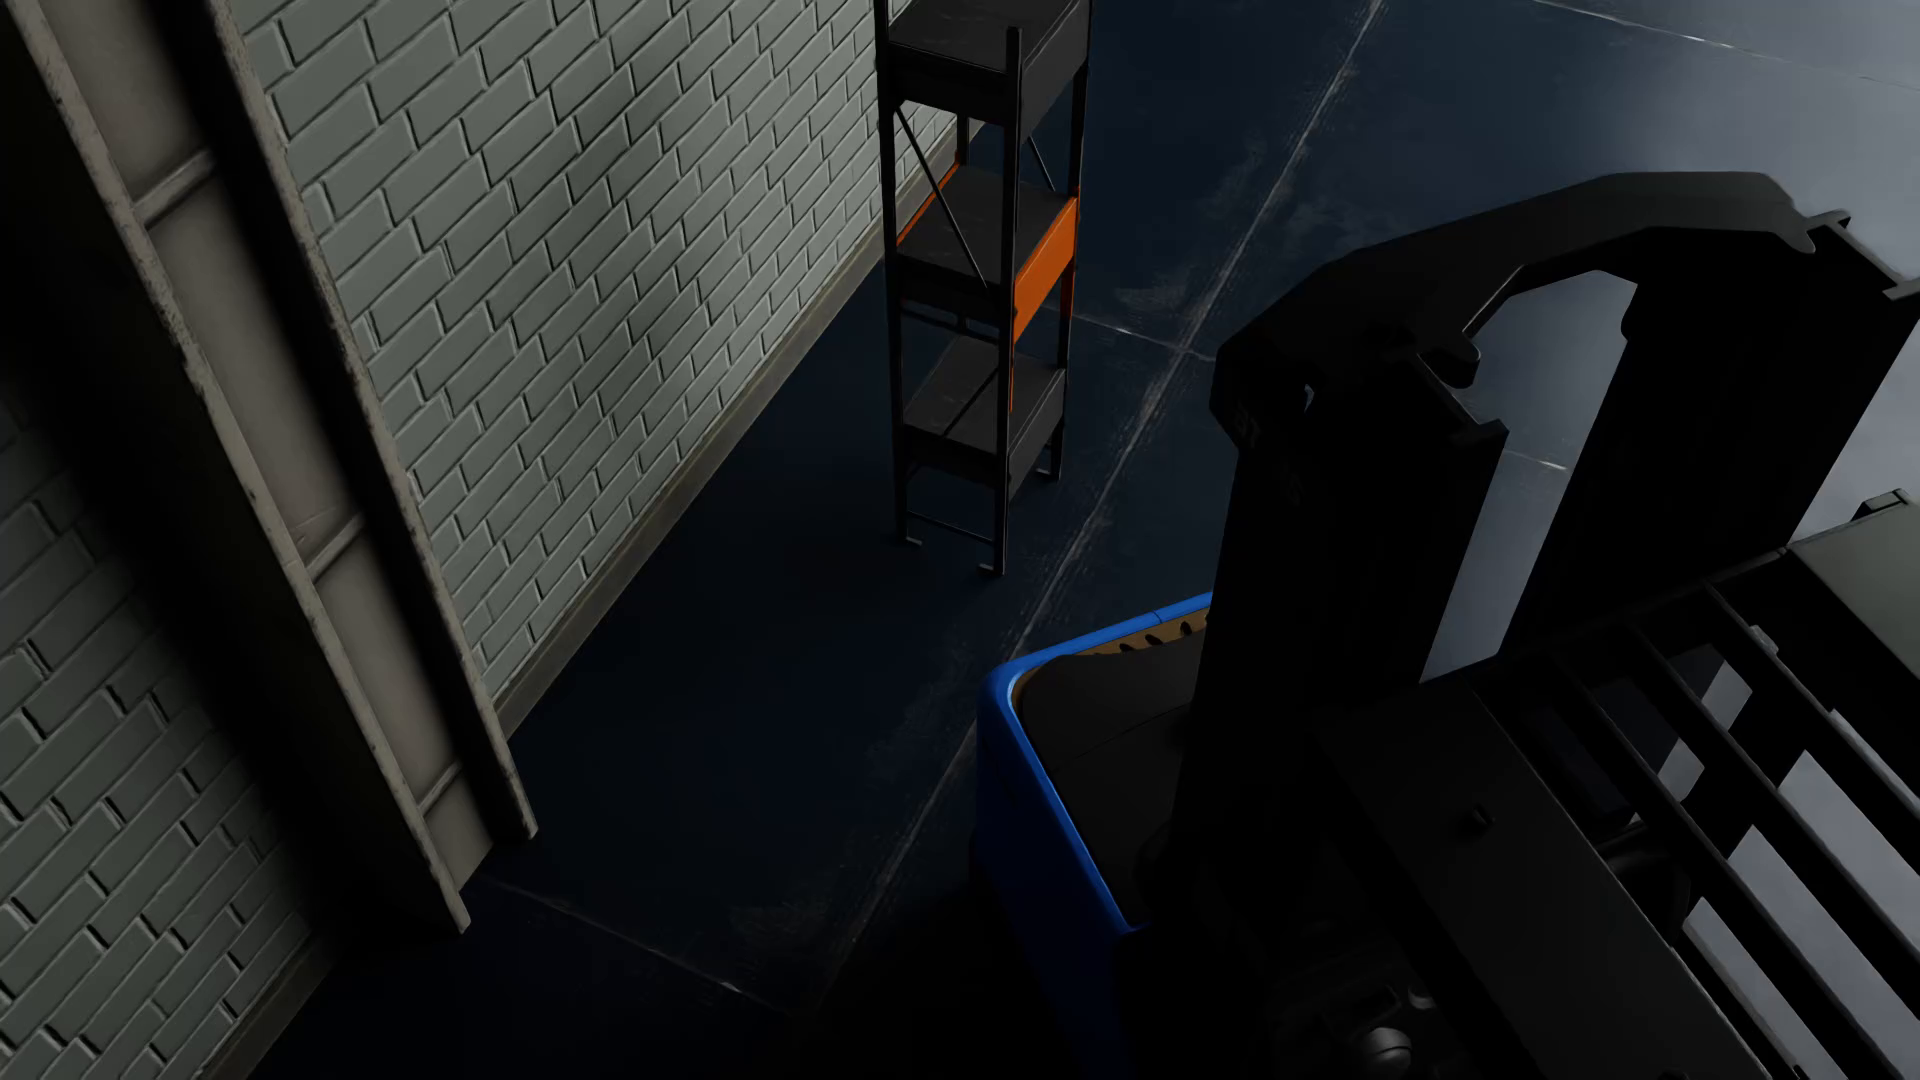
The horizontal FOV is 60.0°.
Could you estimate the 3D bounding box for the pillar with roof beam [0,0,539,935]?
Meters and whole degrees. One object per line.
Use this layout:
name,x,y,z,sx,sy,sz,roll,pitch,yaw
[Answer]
pillar with roof beam,2.402,-0.563,0.321,9.100,9.000,0.400,20,52,16

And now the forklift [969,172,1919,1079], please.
forklift,1.069,0.961,3.008,1.130,2.935,3.031,-18,52,-15

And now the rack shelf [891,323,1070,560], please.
rack shelf,0.071,-0.332,5.591,0.431,0.518,0.480,20,52,16

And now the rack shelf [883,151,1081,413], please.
rack shelf,0.071,-0.786,5.058,0.431,0.518,0.480,20,52,16

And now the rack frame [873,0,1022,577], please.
rack frame,-0.034,-0.626,4.904,0.400,2.100,0.015,20,52,16

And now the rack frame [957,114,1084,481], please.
rack frame,0.175,-0.962,5.190,0.400,2.100,0.015,20,52,16

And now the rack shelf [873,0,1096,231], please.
rack shelf,0.071,-1.239,4.525,0.431,0.518,0.480,20,52,16

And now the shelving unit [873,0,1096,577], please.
shelving unit,0.071,-0.794,5.047,0.431,2.100,0.503,20,52,16
